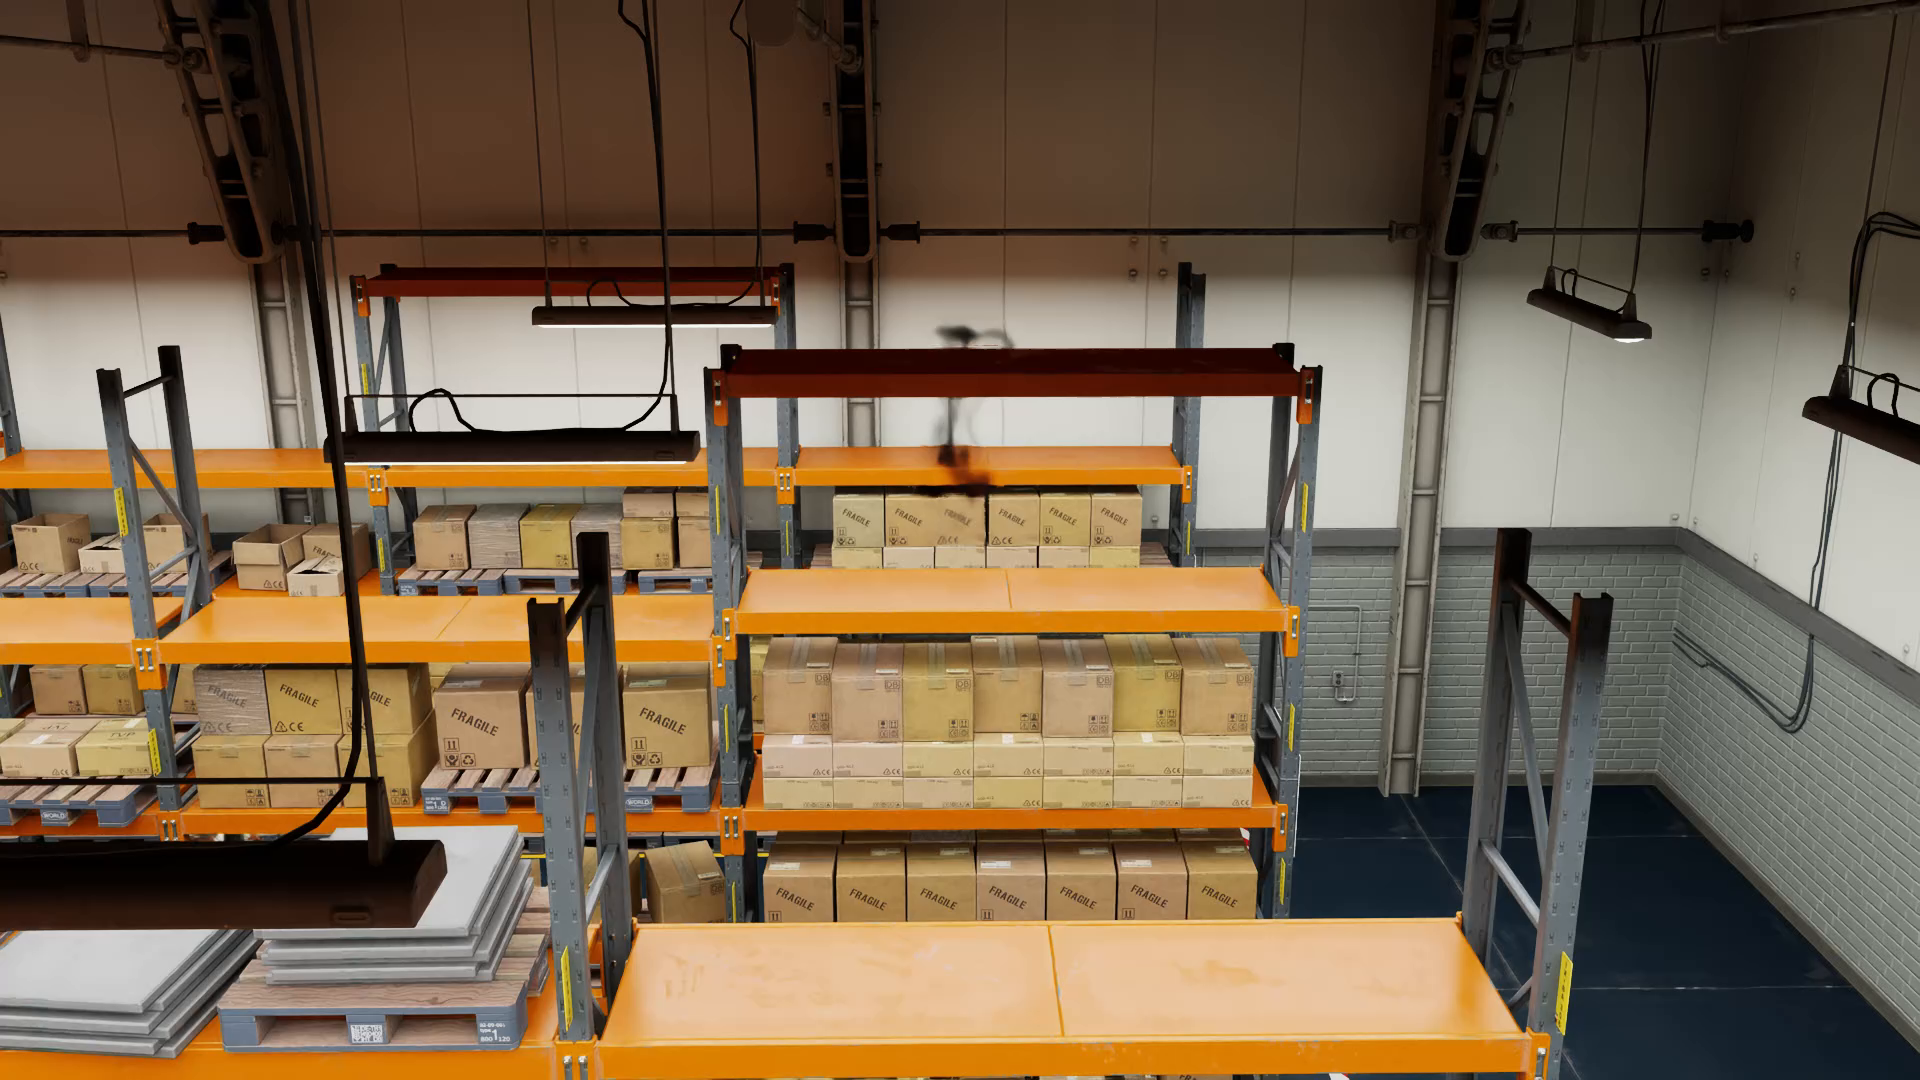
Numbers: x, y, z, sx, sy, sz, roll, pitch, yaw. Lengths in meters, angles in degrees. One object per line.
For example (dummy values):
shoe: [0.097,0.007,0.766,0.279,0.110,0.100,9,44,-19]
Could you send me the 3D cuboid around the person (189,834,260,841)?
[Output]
person: [-6.389,3.193,14.803,0.884,1.571,0.695,-4,17,-12]
